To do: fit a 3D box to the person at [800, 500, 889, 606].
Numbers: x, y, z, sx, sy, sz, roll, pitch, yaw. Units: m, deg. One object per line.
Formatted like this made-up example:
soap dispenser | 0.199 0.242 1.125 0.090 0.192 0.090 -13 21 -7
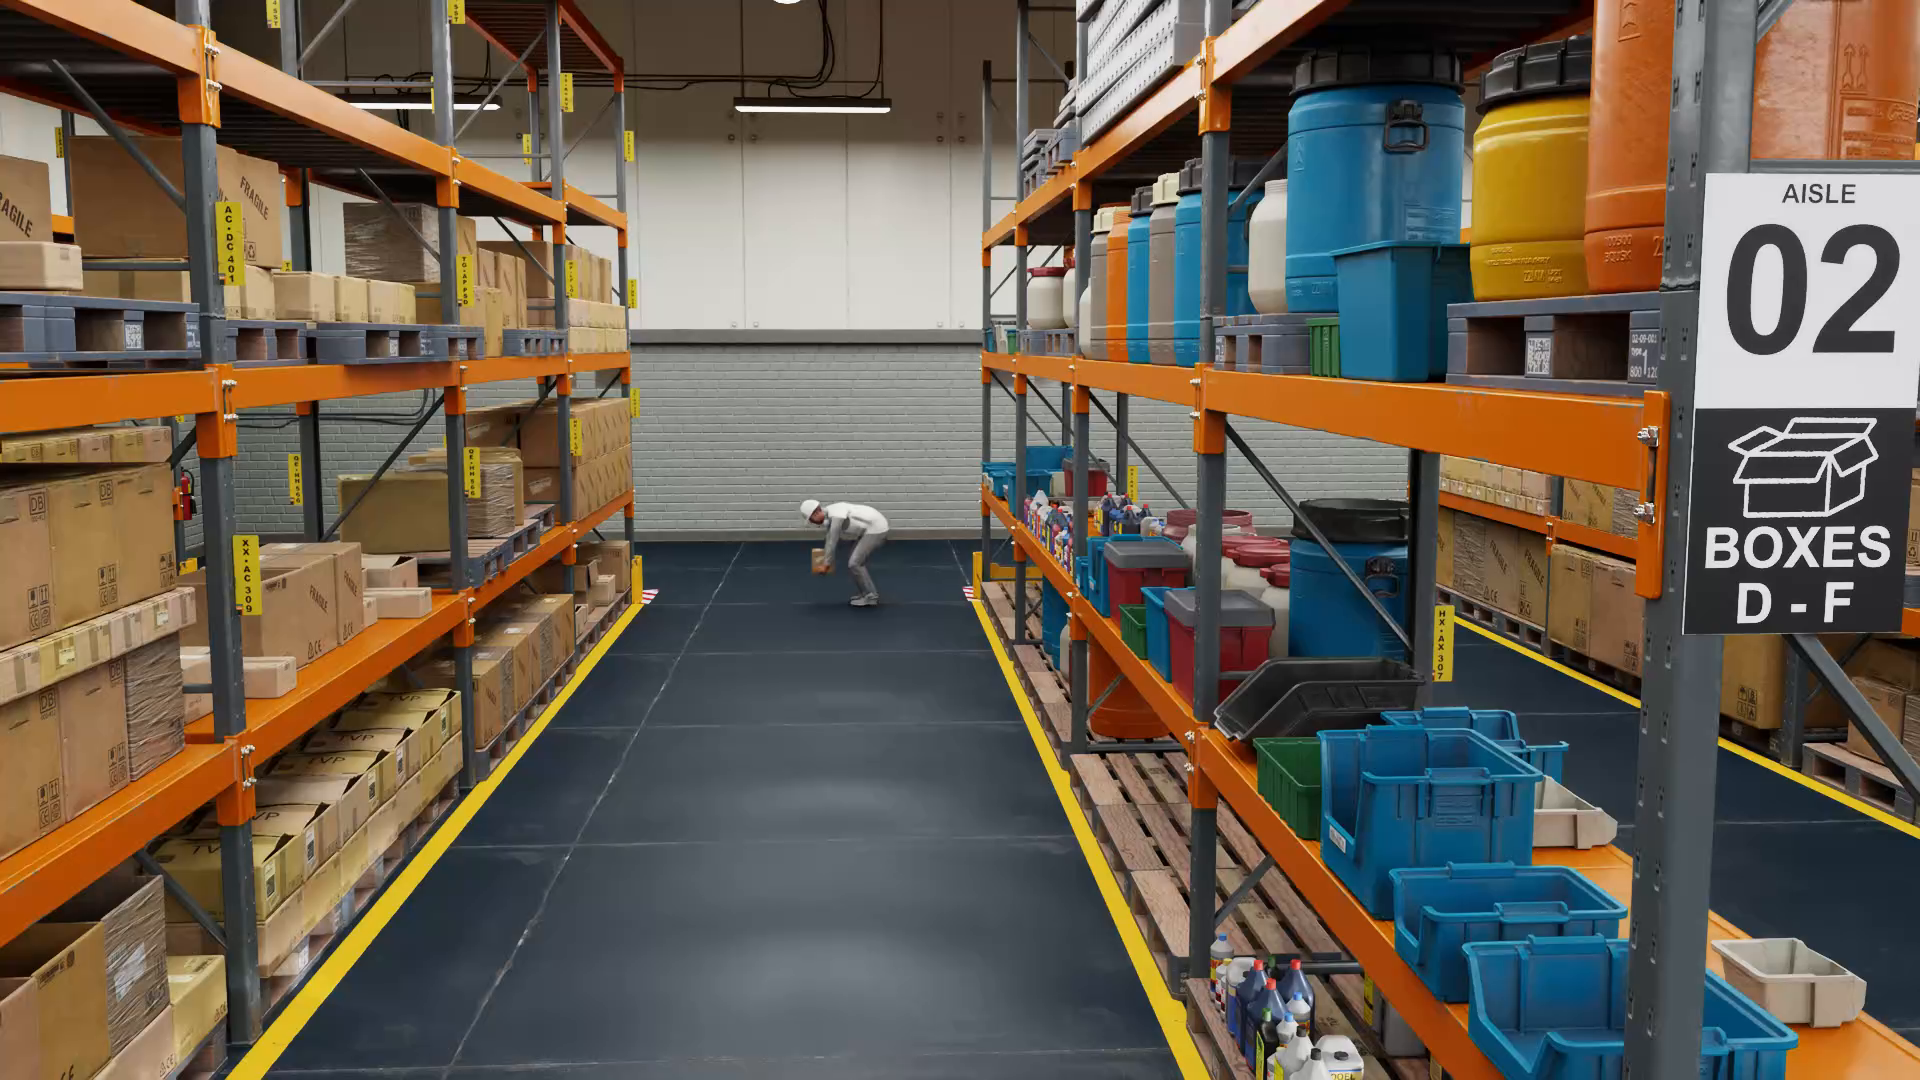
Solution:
person | -1.284 0.133 18.558 0.985 1.178 0.492 -1 7 -6
